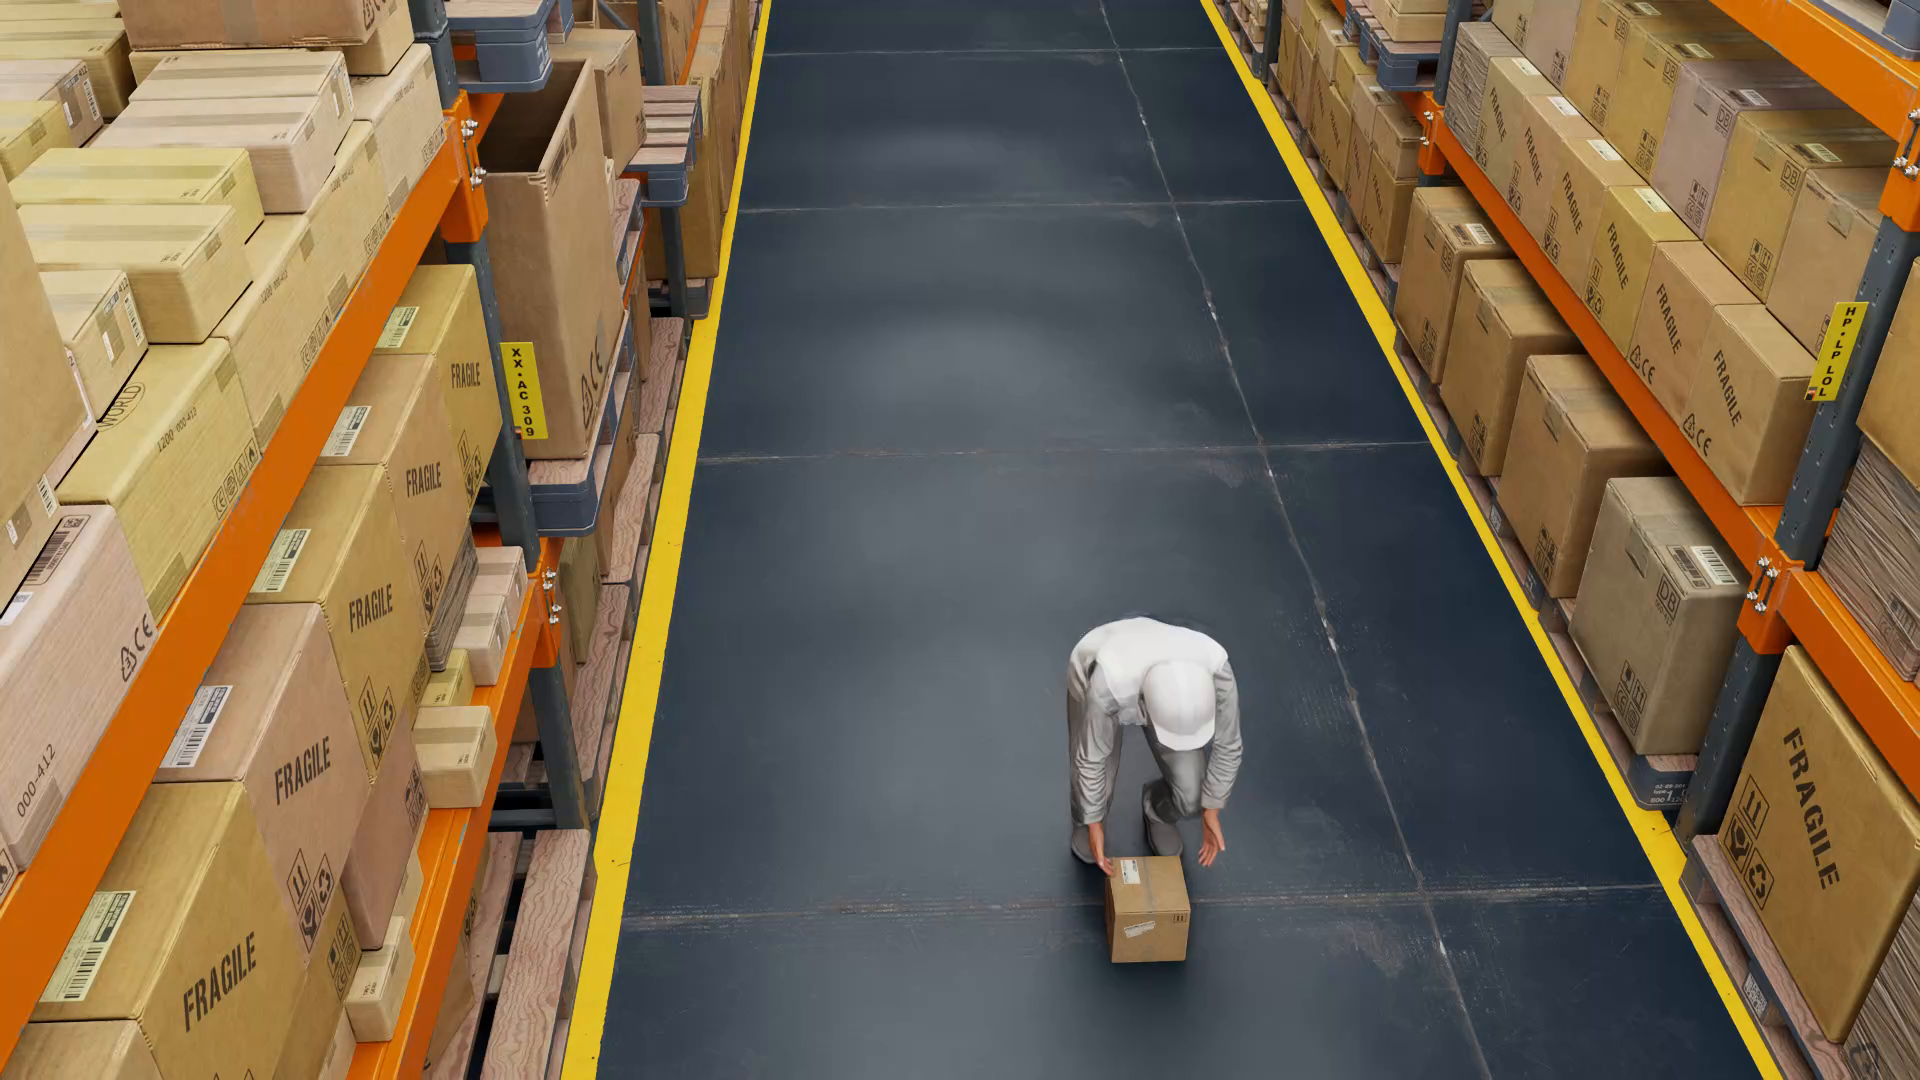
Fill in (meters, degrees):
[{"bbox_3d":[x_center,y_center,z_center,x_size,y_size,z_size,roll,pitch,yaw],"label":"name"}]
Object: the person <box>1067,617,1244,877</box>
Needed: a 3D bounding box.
[{"bbox_3d":[0.655,0.675,5.701,0.564,1.154,0.869,-2,35,-2],"label":"person"}]
